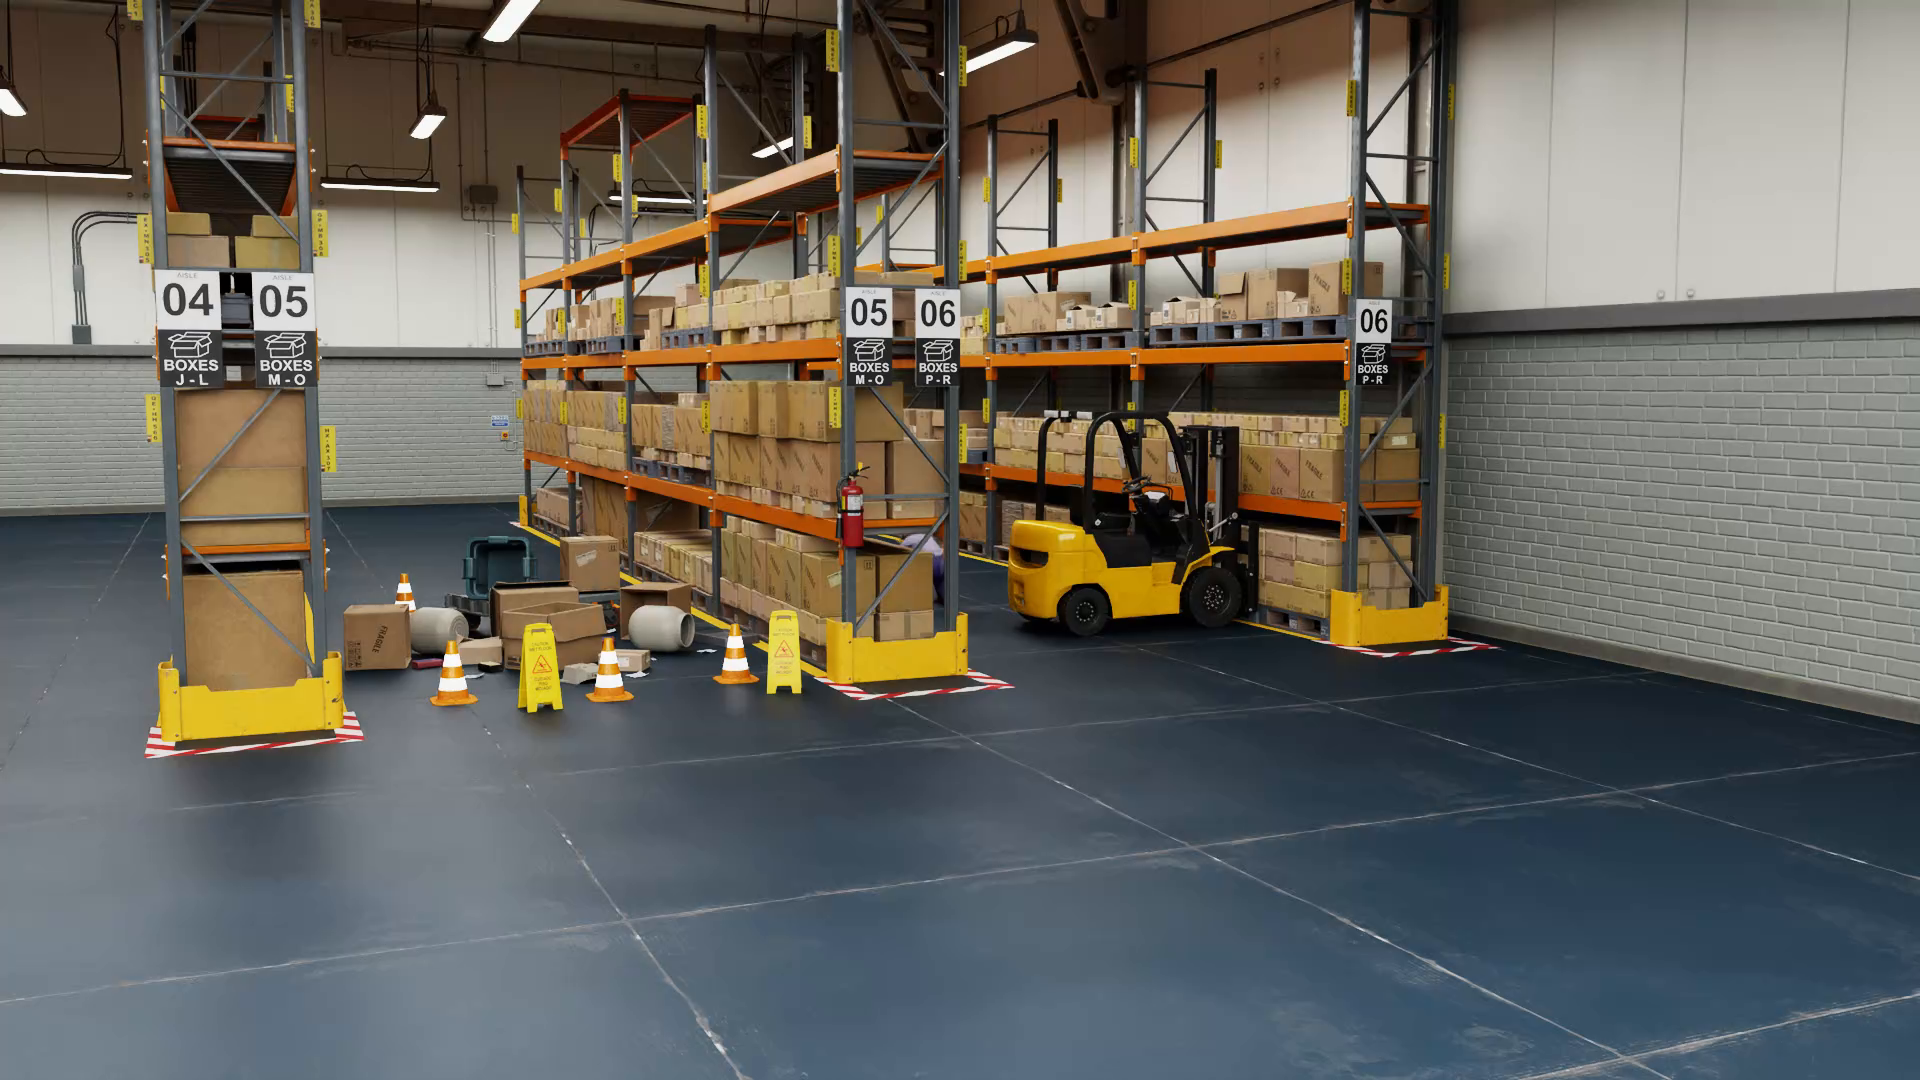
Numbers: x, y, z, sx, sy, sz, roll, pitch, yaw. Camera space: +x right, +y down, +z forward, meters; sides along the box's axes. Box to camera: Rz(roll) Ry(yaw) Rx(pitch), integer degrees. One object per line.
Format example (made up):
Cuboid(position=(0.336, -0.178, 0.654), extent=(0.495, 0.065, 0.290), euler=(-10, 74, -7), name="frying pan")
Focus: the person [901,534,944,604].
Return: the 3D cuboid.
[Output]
Cuboid(position=(-0.389, 0.292, 18.416), extent=(0.527, 0.822, 0.821), euler=(-2, 6, -24), name="person")
